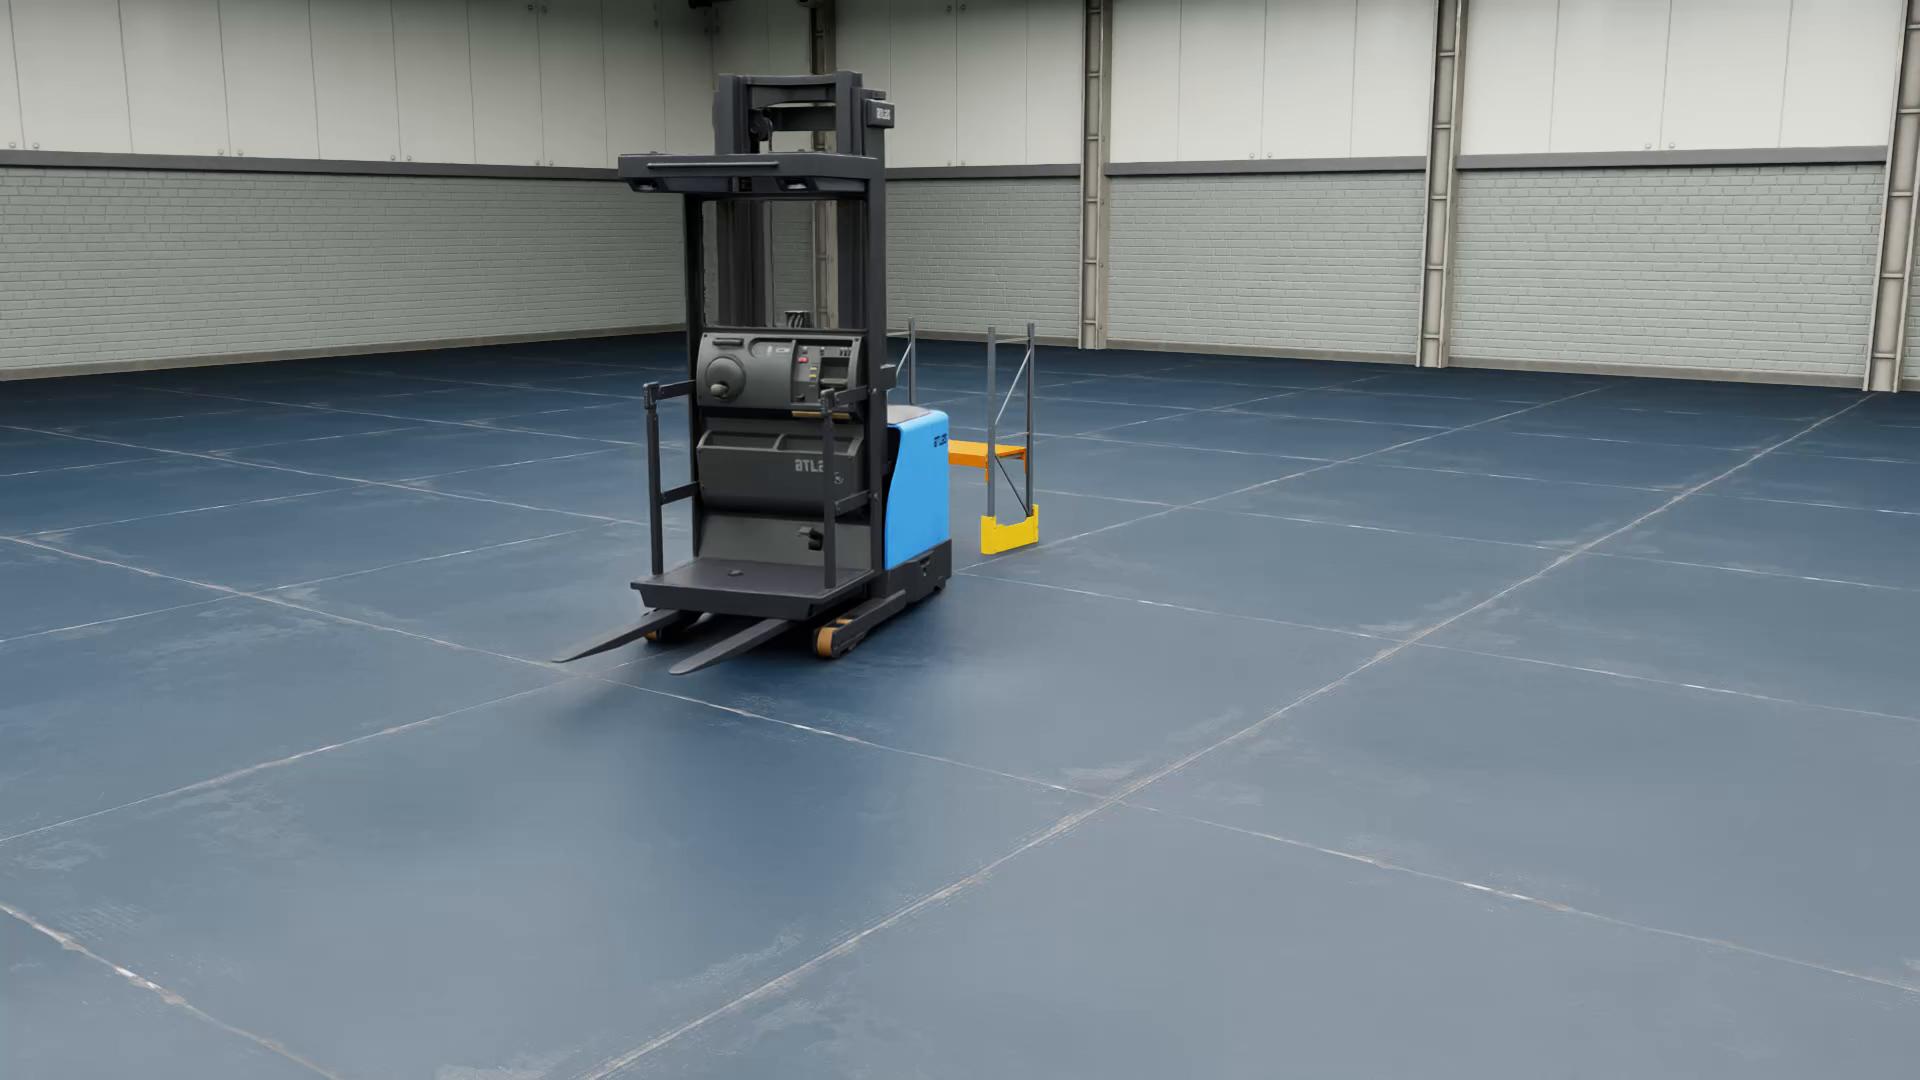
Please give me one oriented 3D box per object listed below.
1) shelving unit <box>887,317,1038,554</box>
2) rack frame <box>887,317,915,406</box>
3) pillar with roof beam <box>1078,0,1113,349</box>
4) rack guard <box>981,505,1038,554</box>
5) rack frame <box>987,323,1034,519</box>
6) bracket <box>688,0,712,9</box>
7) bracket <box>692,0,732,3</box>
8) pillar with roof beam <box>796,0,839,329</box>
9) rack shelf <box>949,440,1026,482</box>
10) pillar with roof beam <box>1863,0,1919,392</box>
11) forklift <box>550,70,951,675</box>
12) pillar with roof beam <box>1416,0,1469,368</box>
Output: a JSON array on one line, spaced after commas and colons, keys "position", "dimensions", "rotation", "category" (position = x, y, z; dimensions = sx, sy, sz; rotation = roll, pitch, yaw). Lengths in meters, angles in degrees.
[{"position": [-0.061, -0.745, 11.432], "dimensions": [1.083, 1.500, 0.587], "rotation": [8, 13, 36], "category": "shelving unit"}, {"position": [-0.478, -0.803, 11.732], "dimensions": [0.032, 1.500, 0.500], "rotation": [8, 13, 36], "category": "rack frame"}, {"position": [-0.274, -7.047, 24.265], "dimensions": [0.400, 9.000, 9.100], "rotation": [8, 13, 36], "category": "pillar with roof beam"}, {"position": [0.340, -0.075, 11.261], "dimensions": [0.087, 0.250, 0.587], "rotation": [8, 13, 36], "category": "rack guard"}, {"position": [0.341, -0.689, 11.141], "dimensions": [0.032, 1.500, 0.500], "rotation": [8, 13, 36], "category": "rack frame"}, {"position": [-5.017, -10.407, 32.154], "dimensions": [0.430, 0.232, 0.235], "rotation": [8, 13, 36], "category": "bracket"}, {"position": [-4.541, -10.340, 31.811], "dimensions": [3.189, 0.066, 0.076], "rotation": [8, 13, 36], "category": "bracket"}, {"position": [-5.110, -7.722, 27.752], "dimensions": [0.548, 9.000, 9.100], "rotation": [8, 13, 36], "category": "pillar with roof beam"}, {"position": [-0.069, -0.569, 11.471], "dimensions": [1.000, 0.185, 0.538], "rotation": [8, 13, 36], "category": "rack shelf"}, {"position": [9.398, -5.698, 17.292], "dimensions": [0.400, 9.000, 9.100], "rotation": [8, 13, 36], "category": "pillar with roof beam"}, {"position": [-1.030, -0.923, 8.584], "dimensions": [1.130, 2.935, 3.031], "rotation": [4, 12, 19], "category": "forklift"}, {"position": [4.562, -6.373, 20.778], "dimensions": [0.400, 9.000, 9.100], "rotation": [8, 13, 36], "category": "pillar with roof beam"}]
